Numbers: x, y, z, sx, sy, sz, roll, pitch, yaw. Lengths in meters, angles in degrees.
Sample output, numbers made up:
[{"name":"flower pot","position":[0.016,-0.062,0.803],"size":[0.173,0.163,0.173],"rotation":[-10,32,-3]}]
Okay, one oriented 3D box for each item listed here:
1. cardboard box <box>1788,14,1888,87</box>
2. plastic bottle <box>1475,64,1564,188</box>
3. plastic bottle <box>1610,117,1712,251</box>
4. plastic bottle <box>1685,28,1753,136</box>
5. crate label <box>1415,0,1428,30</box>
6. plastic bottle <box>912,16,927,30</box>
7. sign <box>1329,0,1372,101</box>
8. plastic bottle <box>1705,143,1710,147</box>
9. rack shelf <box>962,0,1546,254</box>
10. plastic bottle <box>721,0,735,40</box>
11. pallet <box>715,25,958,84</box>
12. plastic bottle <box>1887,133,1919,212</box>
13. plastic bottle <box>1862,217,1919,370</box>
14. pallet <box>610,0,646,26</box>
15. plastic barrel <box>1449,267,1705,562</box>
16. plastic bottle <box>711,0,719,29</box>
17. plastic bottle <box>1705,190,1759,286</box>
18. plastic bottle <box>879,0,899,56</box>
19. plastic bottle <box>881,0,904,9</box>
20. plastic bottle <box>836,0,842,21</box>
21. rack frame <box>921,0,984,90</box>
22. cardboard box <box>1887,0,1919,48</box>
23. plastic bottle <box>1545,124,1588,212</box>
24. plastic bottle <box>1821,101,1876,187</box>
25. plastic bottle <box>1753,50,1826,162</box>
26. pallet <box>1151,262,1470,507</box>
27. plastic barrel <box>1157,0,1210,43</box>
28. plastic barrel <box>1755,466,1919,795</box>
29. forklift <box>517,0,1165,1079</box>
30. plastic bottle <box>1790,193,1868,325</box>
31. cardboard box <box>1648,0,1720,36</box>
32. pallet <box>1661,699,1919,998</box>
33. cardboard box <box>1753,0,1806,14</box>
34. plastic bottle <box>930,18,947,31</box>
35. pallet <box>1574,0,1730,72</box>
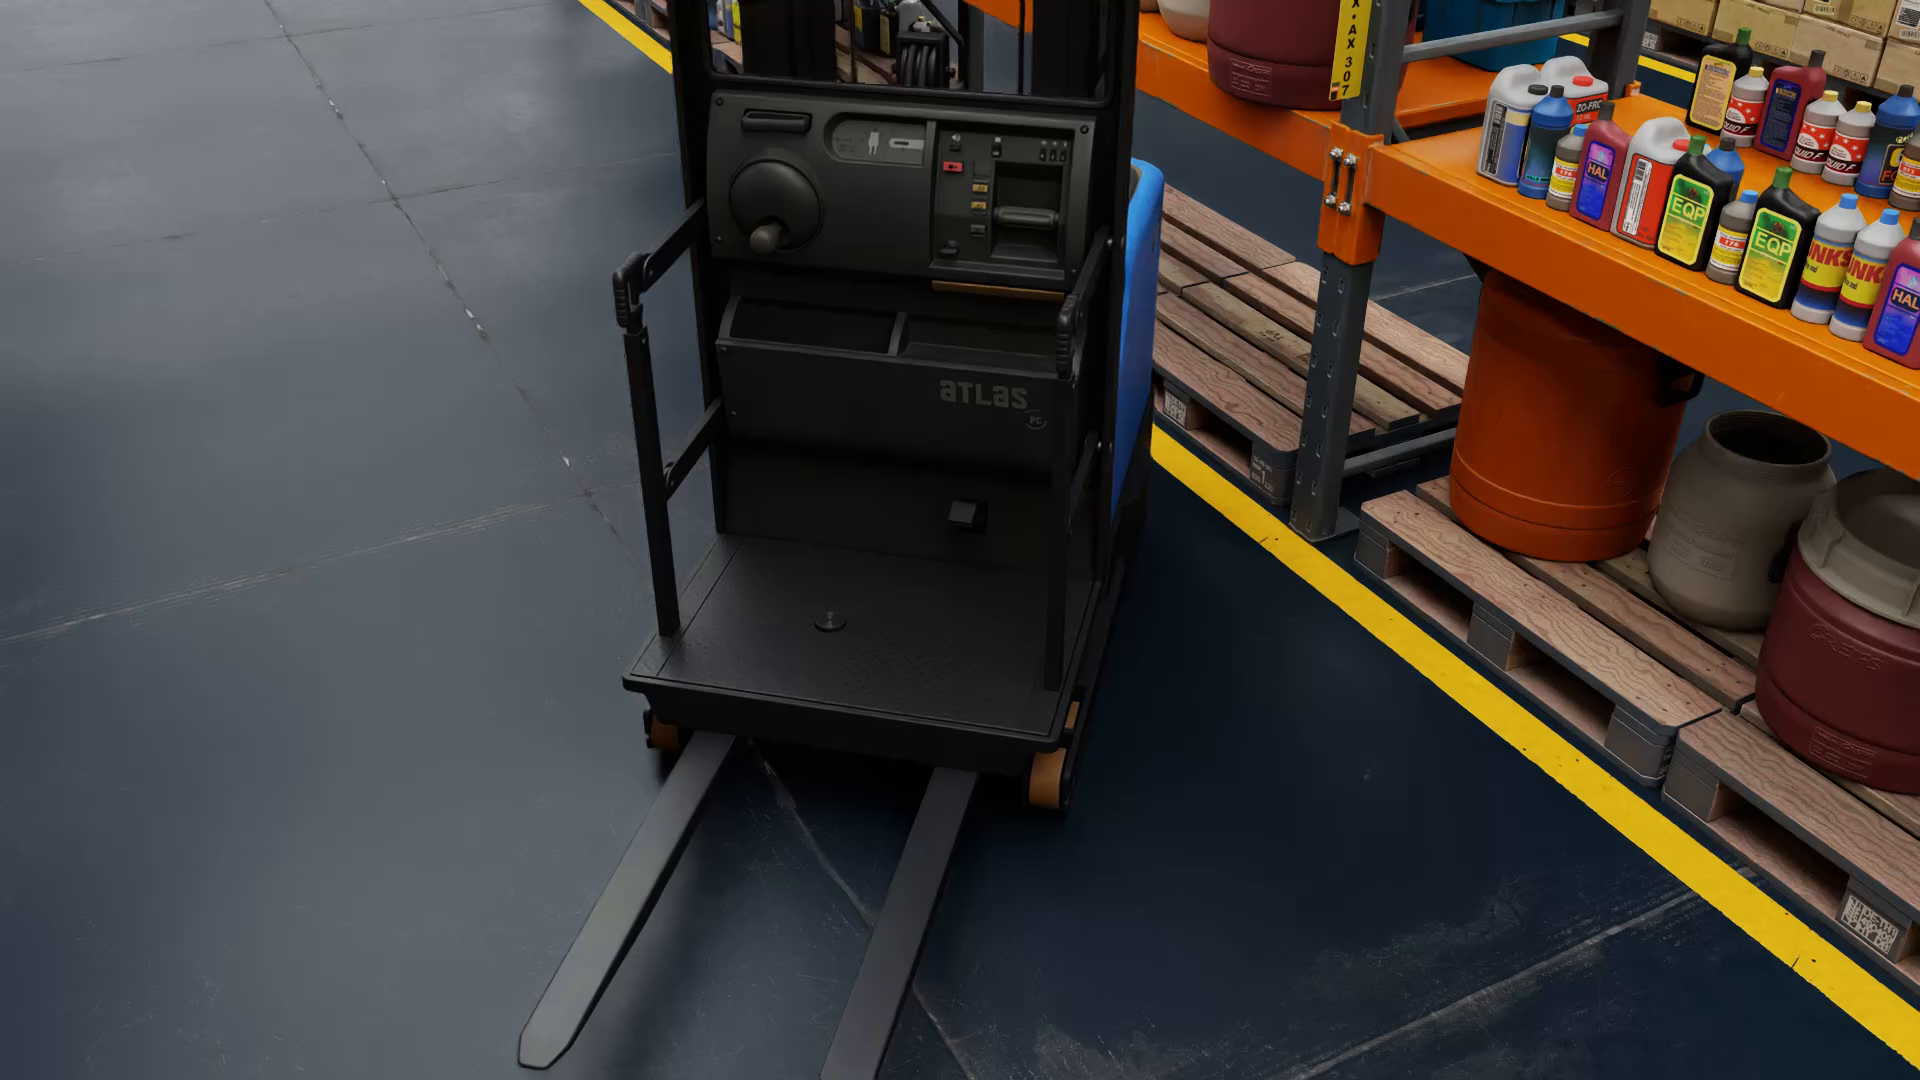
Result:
[{"name":"cardboard box","position":[4.722,-2.582,8.660],"size":[0.500,0.250,0.500],"rotation":[-15,36,-22]},{"name":"plastic bottle","position":[1.433,-1.059,4.237],"size":[0.152,0.276,0.135],"rotation":[-16,36,-23]},{"name":"plastic bottle","position":[1.649,-0.838,3.893],"size":[0.152,0.276,0.135],"rotation":[-16,36,-23]},{"name":"plastic bottle","position":[2.083,-1.264,4.551],"size":[0.061,0.283,0.133],"rotation":[-16,36,-23]},{"name":"crate label","position":[1.293,-1.956,5.490],"size":[0.502,0.435,0.616],"rotation":[-16,36,-23]},{"name":"plastic bottle","position":[-0.203,-2.674,8.830],"size":[0.097,0.201,0.097],"rotation":[0,33,0]},{"name":"sign","position":[1.034,-1.326,4.388],"size":[0.100,0.325,0.005],"rotation":[-16,36,-23]},{"name":"plastic bottle","position":[1.751,-0.847,3.975],"size":[0.097,0.201,0.097],"rotation":[0,33,0]},{"name":"rack shelf","position":[0.585,-2.050,6.337],"size":[1.077,0.370,4.000],"rotation":[-16,36,-23]},{"name":"plastic bottle","position":[-1.215,-2.905,9.121],"size":[0.152,0.276,0.135],"rotation":[-15,36,-22]},{"name":"pallet","position":[-0.624,-2.465,8.901],"size":[1.003,0.211,1.213],"rotation":[-16,36,-23]},{"name":"plastic bottle","position":[2.365,-0.920,4.090],"size":[0.097,0.201,0.097],"rotation":[0,33,0]},{"name":"plastic bottle","position":[1.932,-0.499,3.357],"size":[0.061,0.283,0.133],"rotation":[-16,36,-23]},{"name":"pallet","position":[-1.762,-3.629,10.719],"size":[1.003,0.211,1.213],"rotation":[-16,36,-23]},{"name":"plastic barrel","position":[1.760,-0.433,4.767],"size":[0.600,0.830,0.708],"rotation":[-16,36,-23]},{"name":"plastic bottle","position":[-1.342,-3.002,9.276],"size":[0.097,0.271,0.097],"rotation":[0,33,0]},{"name":"plastic bottle","position":[1.741,-0.681,3.716],"size":[0.097,0.201,0.097],"rotation":[0,33,0]},{"name":"plastic bottle","position":[-0.377,-2.732,8.844],"size":[0.061,0.283,0.133],"rotation":[-16,36,-23]},{"name":"plastic bottle","position":[-0.357,-2.867,8.993],"size":[0.144,0.351,0.185],"rotation":[-15,36,-22]},{"name":"plastic bottle","position":[-0.762,-3.080,9.393],"size":[0.152,0.276,0.135],"rotation":[-16,36,-23]},{"name":"rack frame","position":[-0.348,-3.308,7.633],"size":[1.000,3.000,0.127],"rotation":[-16,36,-23]},{"name":"cardboard box","position":[4.958,-2.574,8.127],"size":[0.500,0.311,0.500],"rotation":[-16,36,-23]},{"name":"plastic bottle","position":[1.508,-0.919,4.088],"size":[0.097,0.201,0.097],"rotation":[0,33,0]},{"name":"plastic bottle","position":[2.274,-1.013,4.235],"size":[0.097,0.201,0.097],"rotation":[0,33,0]},{"name":"plastic bottle","position":[2.191,-1.154,4.379],"size":[0.061,0.283,0.133],"rotation":[-16,36,-23]},{"name":"pallet","position":[1.190,-0.604,5.997],"size":[1.003,0.211,1.213],"rotation":[-16,36,-23]},{"name":"plastic barrel","position":[0.849,-1.883,5.305],"size":[0.421,0.512,0.421],"rotation":[0,33,0]},{"name":"plastic barrel","position":[2.287,0.208,3.991],"size":[0.600,0.588,0.708],"rotation":[-16,36,-23]},{"name":"forklift","position":[-0.196,-0.779,3.749],"size":[1.130,2.935,3.031],"rotation":[7,33,11]},{"name":"plastic bottle","position":[1.848,-0.600,3.525],"size":[0.097,0.271,0.097],"rotation":[0,33,0]},{"name":"cardboard box","position":[4.242,-3.072,9.424],"size":[0.500,0.250,0.500],"rotation":[-15,36,-22]},{"name":"pallet","position":[2.487,0.722,3.927],"size":[1.003,0.211,1.213],"rotation":[-16,36,-23]},{"name":"cardboard box","position":[4.480,-3.060,8.886],"size":[0.500,0.311,0.500],"rotation":[-17,36,-25]},{"name":"plastic bottle","position":[-0.108,-2.607,8.659],"size":[0.097,0.271,0.097],"rotation":[0,33,0]},{"name":"pallet","position":[4.414,-3.036,9.793],"size":[1.003,0.211,1.213],"rotation":[-16,36,-23]}]
